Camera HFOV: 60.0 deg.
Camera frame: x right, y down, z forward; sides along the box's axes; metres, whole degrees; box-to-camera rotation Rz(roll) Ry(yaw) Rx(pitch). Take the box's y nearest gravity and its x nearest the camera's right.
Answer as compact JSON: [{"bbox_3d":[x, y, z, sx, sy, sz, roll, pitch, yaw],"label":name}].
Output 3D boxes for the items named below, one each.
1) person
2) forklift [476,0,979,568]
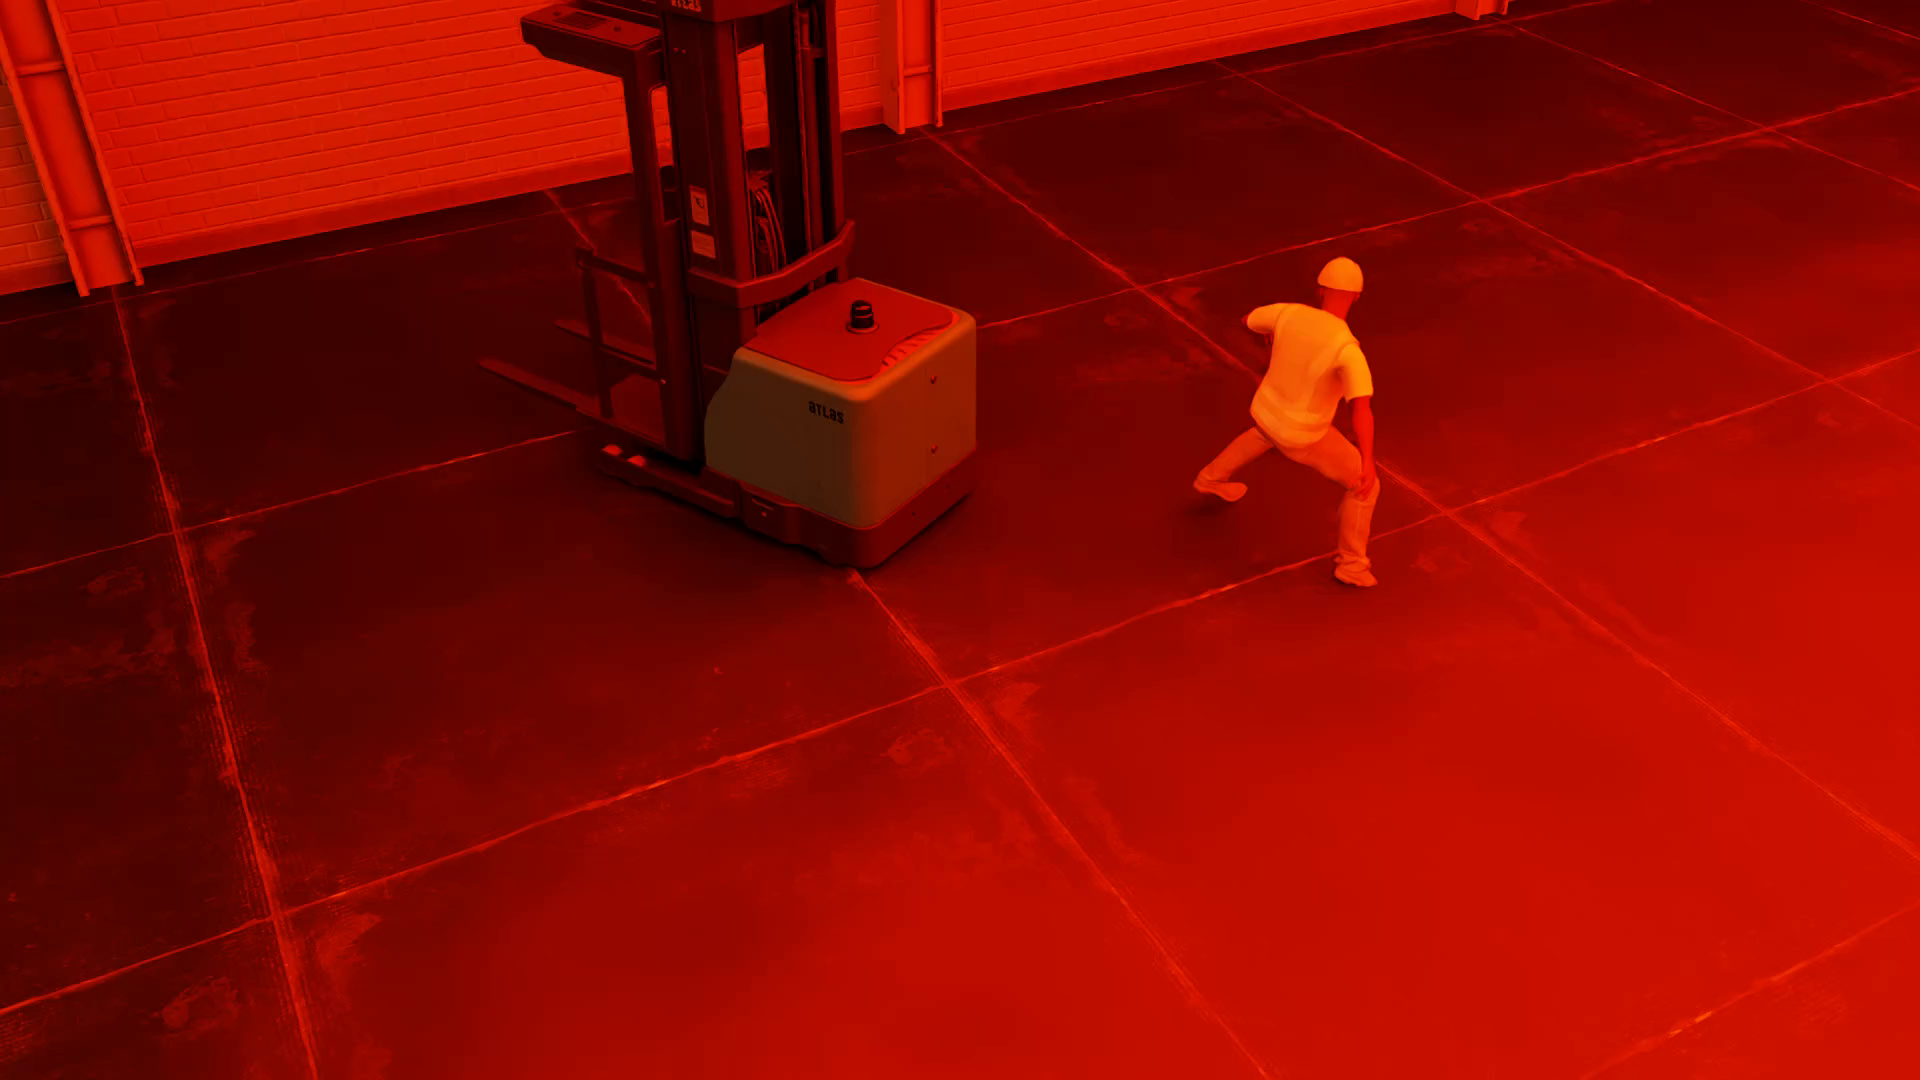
[{"bbox_3d":[1.735,-0.565,8.137,0.556,1.675,1.224,-17,39,-23],"label":"person"},{"bbox_3d":[-1.403,-1.719,8.554,3.031,2.935,1.130,22,41,28],"label":"forklift"}]
